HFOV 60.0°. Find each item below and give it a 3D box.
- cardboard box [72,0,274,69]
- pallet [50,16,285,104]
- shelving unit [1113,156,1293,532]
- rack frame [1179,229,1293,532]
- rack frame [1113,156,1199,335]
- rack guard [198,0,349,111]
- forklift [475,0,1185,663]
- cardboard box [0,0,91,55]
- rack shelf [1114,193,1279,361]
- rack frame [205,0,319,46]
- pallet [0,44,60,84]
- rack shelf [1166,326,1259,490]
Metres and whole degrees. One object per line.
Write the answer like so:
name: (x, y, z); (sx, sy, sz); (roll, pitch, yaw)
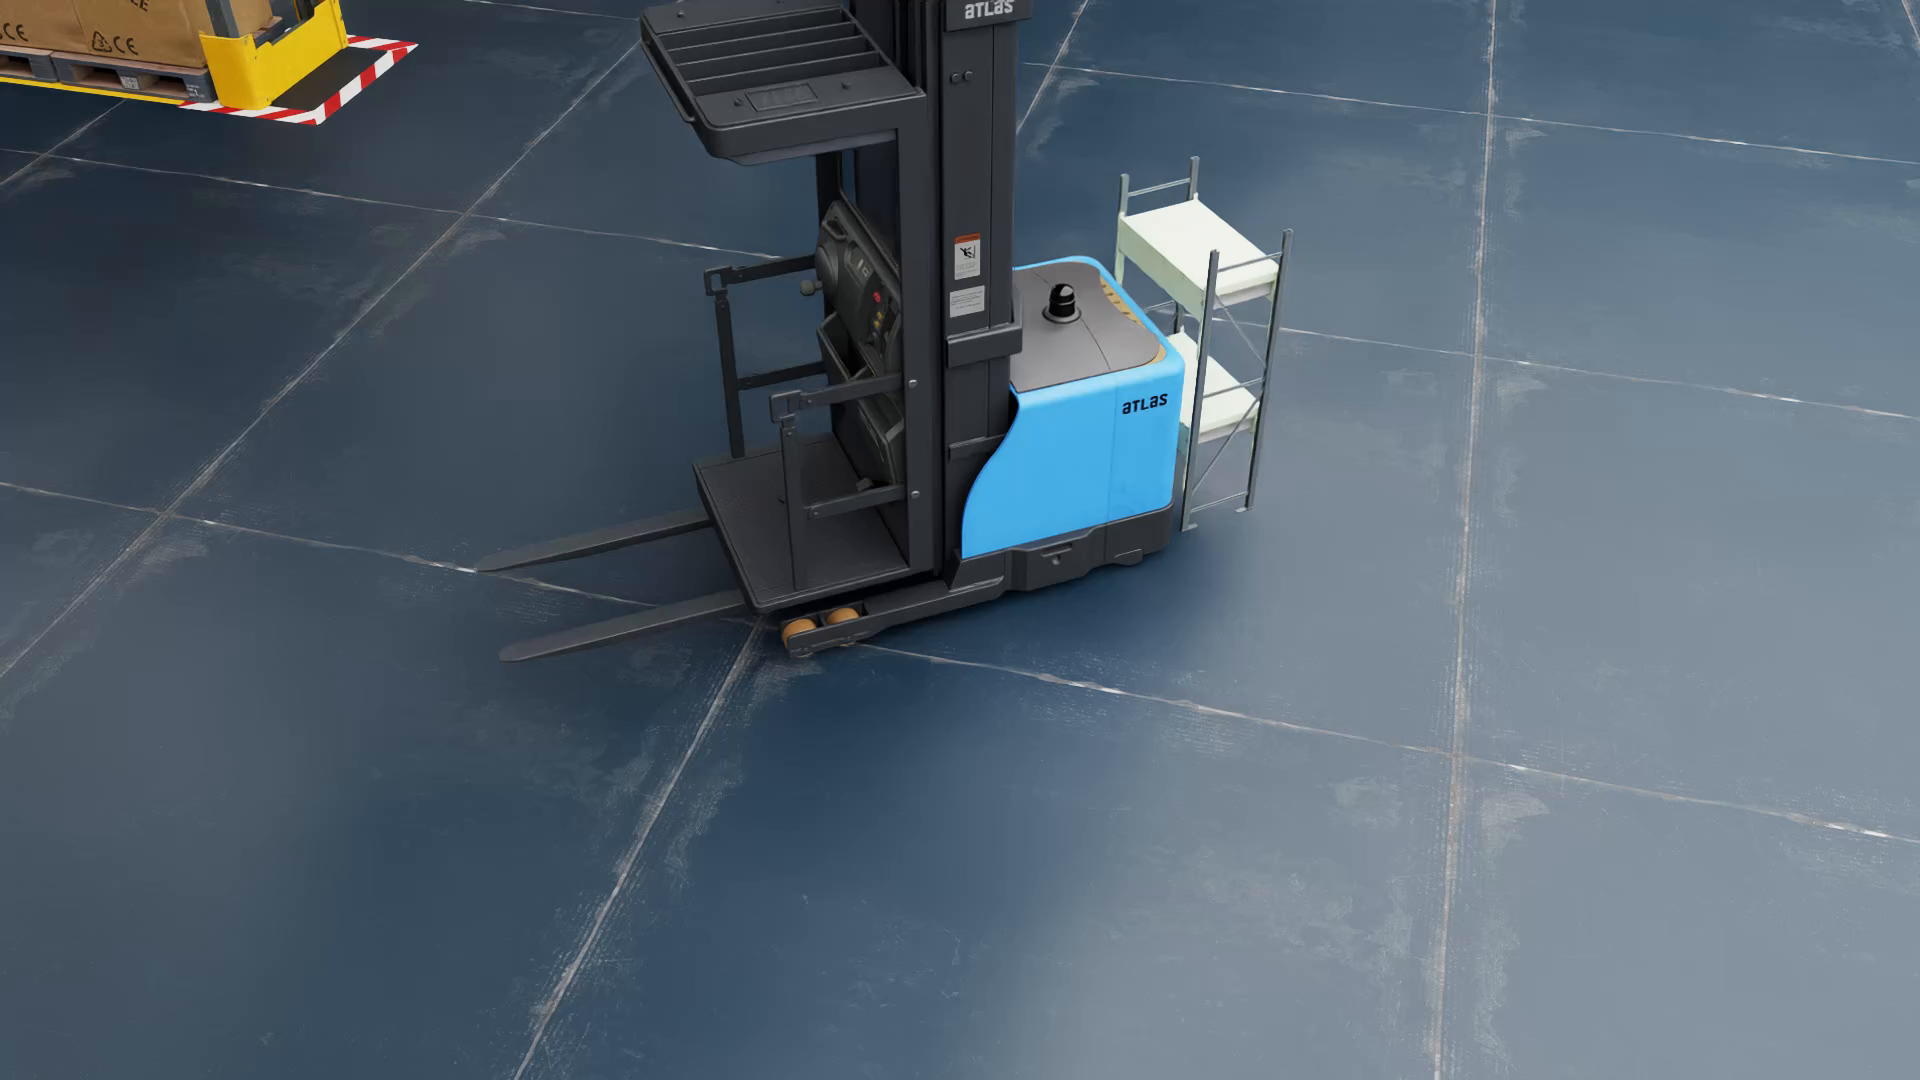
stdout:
cardboard box: (-5.427, -3.854, 11.357); (0.875, 0.875, 0.875); (10, 41, 12)
pallet: (-5.548, -3.451, 11.720); (1.213, 0.211, 1.003); (10, 41, 11)
shelving unit: (1.056, -0.884, 7.661); (0.431, 1.500, 0.755); (-18, 43, -20)
rack frame: (1.217, -0.673, 7.409); (0.400, 1.500, 0.023); (-18, 43, -20)
rack frame: (0.894, -1.095, 7.912); (0.400, 1.500, 0.023); (-18, 43, -20)
rack guard: (-4.732, -3.474, 11.522); (0.348, 0.500, 1.175); (10, 41, 11)
forklift: (-0.598, -1.003, 6.689); (3.031, 2.935, 1.130); (-14, 42, -16)
cardboard box: (-6.278, -3.999, 11.529); (0.875, 0.875, 0.875); (9, 41, 11)
rack shelf: (1.056, -1.183, 7.410); (0.431, 0.370, 0.720); (-18, 43, -20)
rack frame: (-4.755, -4.435, 10.723); (0.127, 3.000, 1.000); (10, 41, 11)
pallet: (-6.723, -3.656, 11.963); (1.213, 0.211, 1.003); (10, 41, 11)
rack shelf: (1.056, -0.634, 7.871); (0.431, 0.370, 0.720); (-18, 43, -20)
